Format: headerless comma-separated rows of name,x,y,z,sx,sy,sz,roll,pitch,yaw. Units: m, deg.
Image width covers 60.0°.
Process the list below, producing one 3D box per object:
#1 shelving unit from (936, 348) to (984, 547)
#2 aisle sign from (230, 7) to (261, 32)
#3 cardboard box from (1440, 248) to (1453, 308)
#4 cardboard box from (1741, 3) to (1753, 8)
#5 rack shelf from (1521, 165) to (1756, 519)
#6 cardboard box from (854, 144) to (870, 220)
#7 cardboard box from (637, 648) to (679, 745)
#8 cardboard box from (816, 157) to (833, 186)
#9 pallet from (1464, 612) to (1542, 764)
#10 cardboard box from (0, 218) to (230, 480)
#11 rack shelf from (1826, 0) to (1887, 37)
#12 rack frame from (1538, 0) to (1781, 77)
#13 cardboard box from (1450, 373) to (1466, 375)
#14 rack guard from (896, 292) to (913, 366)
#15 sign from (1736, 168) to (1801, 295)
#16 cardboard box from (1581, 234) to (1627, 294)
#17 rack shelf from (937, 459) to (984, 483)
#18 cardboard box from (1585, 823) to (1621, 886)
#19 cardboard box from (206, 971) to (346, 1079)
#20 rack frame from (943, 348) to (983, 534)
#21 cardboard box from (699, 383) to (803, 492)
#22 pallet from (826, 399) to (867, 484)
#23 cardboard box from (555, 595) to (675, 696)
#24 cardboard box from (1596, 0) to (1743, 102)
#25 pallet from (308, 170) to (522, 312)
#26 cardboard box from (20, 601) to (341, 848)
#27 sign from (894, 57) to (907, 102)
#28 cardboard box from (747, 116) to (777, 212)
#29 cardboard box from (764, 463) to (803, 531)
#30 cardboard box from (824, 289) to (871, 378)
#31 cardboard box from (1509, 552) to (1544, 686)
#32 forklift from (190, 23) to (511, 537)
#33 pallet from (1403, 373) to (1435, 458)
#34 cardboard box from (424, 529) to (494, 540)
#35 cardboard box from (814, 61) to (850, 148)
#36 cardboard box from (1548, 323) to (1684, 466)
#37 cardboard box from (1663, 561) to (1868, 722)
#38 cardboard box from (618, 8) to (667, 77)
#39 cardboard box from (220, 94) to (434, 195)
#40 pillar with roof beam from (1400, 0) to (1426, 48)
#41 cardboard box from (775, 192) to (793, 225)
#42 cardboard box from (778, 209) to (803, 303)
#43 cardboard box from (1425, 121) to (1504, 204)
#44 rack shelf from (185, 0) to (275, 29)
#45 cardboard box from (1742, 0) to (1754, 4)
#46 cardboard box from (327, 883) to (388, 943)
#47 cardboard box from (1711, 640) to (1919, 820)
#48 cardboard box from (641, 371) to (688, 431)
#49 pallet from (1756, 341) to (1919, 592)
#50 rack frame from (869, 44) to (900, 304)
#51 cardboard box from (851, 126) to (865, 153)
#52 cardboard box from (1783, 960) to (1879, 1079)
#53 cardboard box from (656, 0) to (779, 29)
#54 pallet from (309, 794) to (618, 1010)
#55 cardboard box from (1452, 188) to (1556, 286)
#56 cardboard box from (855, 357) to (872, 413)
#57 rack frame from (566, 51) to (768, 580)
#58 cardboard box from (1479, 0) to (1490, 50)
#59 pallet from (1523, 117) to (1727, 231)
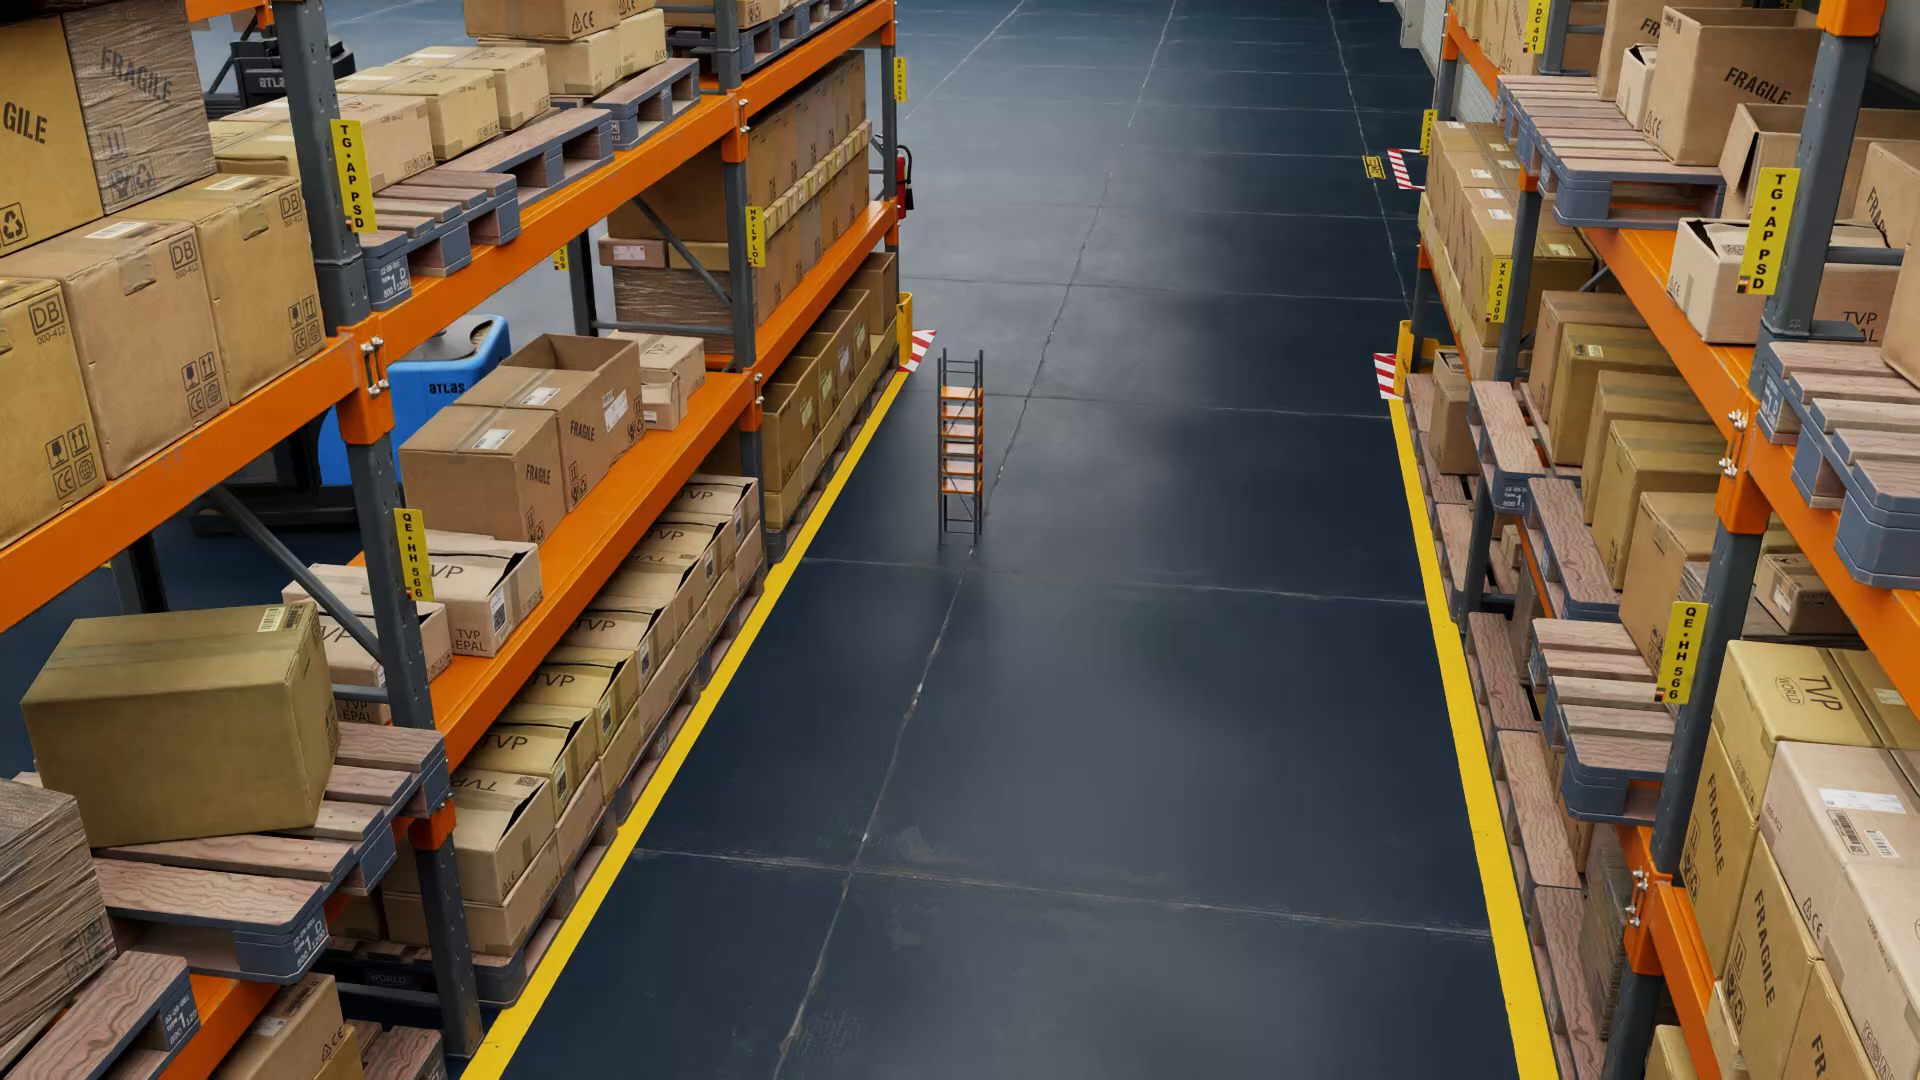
shelving unit,0.002,-0.549,10.009,0.258,1.200,0.189,4,25,9
aisle sign,-5.563,-4.373,12.987,0.394,0.787,0.004,4,25,9
cardboard box,3.268,-1.616,10.318,0.500,0.250,0.500,4,25,9
cardboard box,3.581,-2.427,8.217,0.500,0.500,0.500,5,26,10
rack shelf,2.925,-1.023,6.207,1.077,0.370,4.000,4,25,9
cardboard box,-1.071,-2.692,12.345,0.700,0.500,0.500,4,25,9
cardboard box,-1.670,0.719,7.924,0.500,0.250,0.500,5,25,10
cardboard box,-1.067,-2.465,11.096,0.380,0.149,0.250,5,25,10
pallet,3.126,0.762,8.373,1.003,0.211,1.213,4,25,9
cardboard box,-2.411,-0.501,4.126,0.910,0.500,0.500,4,25,9
rack shelf,2.271,-0.527,2.082,1.077,0.370,4.000,4,25,9
rack frame,3.252,-3.544,7.206,1.000,3.000,0.127,4,25,9
cardboard box,3.611,-0.959,11.414,0.500,0.311,0.500,6,26,13
rack guard,-0.978,-1.719,13.333,1.175,0.500,0.348,4,25,9
sign,2.063,-0.785,4.240,0.100,0.325,0.005,4,25,9
cardboard box,3.535,-1.289,8.735,0.500,0.500,0.500,3,25,7
rack shelf,0.002,-0.401,10.078,0.258,0.103,0.180,4,25,9
cardboard box,2.863,1.267,6.434,0.700,0.500,0.500,4,25,8
cardboard box,-2.216,1.529,4.990,0.500,0.250,0.500,5,26,11
rack frame,0.017,-0.588,10.090,0.240,1.200,0.006,4,25,9
cardboard box,-1.251,-0.625,9.910,0.500,0.500,0.500,4,25,9
pallet,-1.268,-0.747,11.596,1.003,0.211,1.213,4,25,9
cardboard box,-1.668,0.459,7.818,0.500,0.311,0.500,4,25,8
cardboard box,3.084,-2.197,7.255,0.500,0.500,0.500,8,26,16
pallet,-2.267,-1.058,5.657,1.213,0.211,1.003,5,26,11
cardboard box,-2.281,0.541,4.944,0.700,0.500,0.500,-4,25,-9
sign,-0.449,-3.429,12.393,0.100,0.325,0.005,4,25,9
cardboard box,-1.488,-2.198,9.760,0.700,0.500,0.500,4,25,8
cardboard box,-1.261,-0.286,10.071,0.500,0.250,0.500,4,25,9
cardboard box,-0.925,-1.461,11.697,0.500,0.500,0.500,4,25,9
cardboard box,3.148,0.415,8.254,0.700,0.500,0.500,5,26,10
forklift,-4.417,-1.583,10.175,3.031,2.935,1.130,-2,25,-4
pallet,3.725,-0.867,11.854,1.003,0.211,1.213,4,25,9
cardboard box,-2.137,0.081,6.834,0.380,0.149,0.250,6,26,12
cardboard box,-1.160,-3.037,11.552,0.700,0.500,0.500,3,25,7
cardboard box,3.037,-0.627,7.415,0.700,0.500,0.500,7,26,14
cardboard box,2.665,0.405,5.210,0.700,0.500,0.500,1,25,2
cardboard box,-1.746,-2.392,7.965,0.500,0.250,0.500,7,26,14
cardboard box,-2.203,-1.390,5.825,0.500,0.250,0.500,5,25,10
pillar with roof beam,3.339,-12.690,26.747,9.100,9.000,0.400,4,25,9
cardboard box,-1.235,-2.033,10.173,0.380,0.149,0.250,3,25,7
cardboard box,-1.404,-1.830,10.503,0.700,0.500,0.500,4,25,9
cardboard box,3.531,-2.601,11.538,0.500,0.500,0.500,4,25,9
rack shelf,-6.195,-3.382,11.247,1.077,0.370,4.000,4,25,9
cardboard box,3.614,-2.877,8.000,0.500,0.500,0.500,5,25,10
cardboard box,-2.444,1.323,6.633,0.500,0.250,0.500,5,25,10
cardboard box,2.265,0.502,4.263,0.500,0.250,0.500,5,25,10
cardboard box,-1.598,-0.727,8.423,0.396,0.266,0.258,3,25,7
pallet,2.545,-0.154,3.724,1.213,0.211,1.003,5,26,11
rack frame,-0.982,-2.841,12.781,1.000,3.000,0.127,4,25,9
cardboard box,-0.898,-2.898,12.019,0.380,0.149,0.250,5,25,10
cardboard box,2.089,1.269,3.509,0.500,0.500,0.500,4,25,8
cardboard box,-1.293,-3.018,8.843,0.500,0.500,0.500,6,26,13
pallet,-2.117,1.426,6.954,1.003,0.211,1.213,4,25,9
cardboard box,3.193,-1.745,9.709,0.500,0.500,0.500,3,25,7
cardboard box,-0.928,-1.122,11.857,0.500,0.250,0.500,4,25,9
rack frame,-1.636,-1.168,9.207,1.000,3.000,0.127,4,25,9
cardboard box,3.334,-3.125,9.707,0.500,0.500,0.500,6,26,12
pallet,2.879,-1.415,6.418,1.213,0.211,1.003,4,25,9
